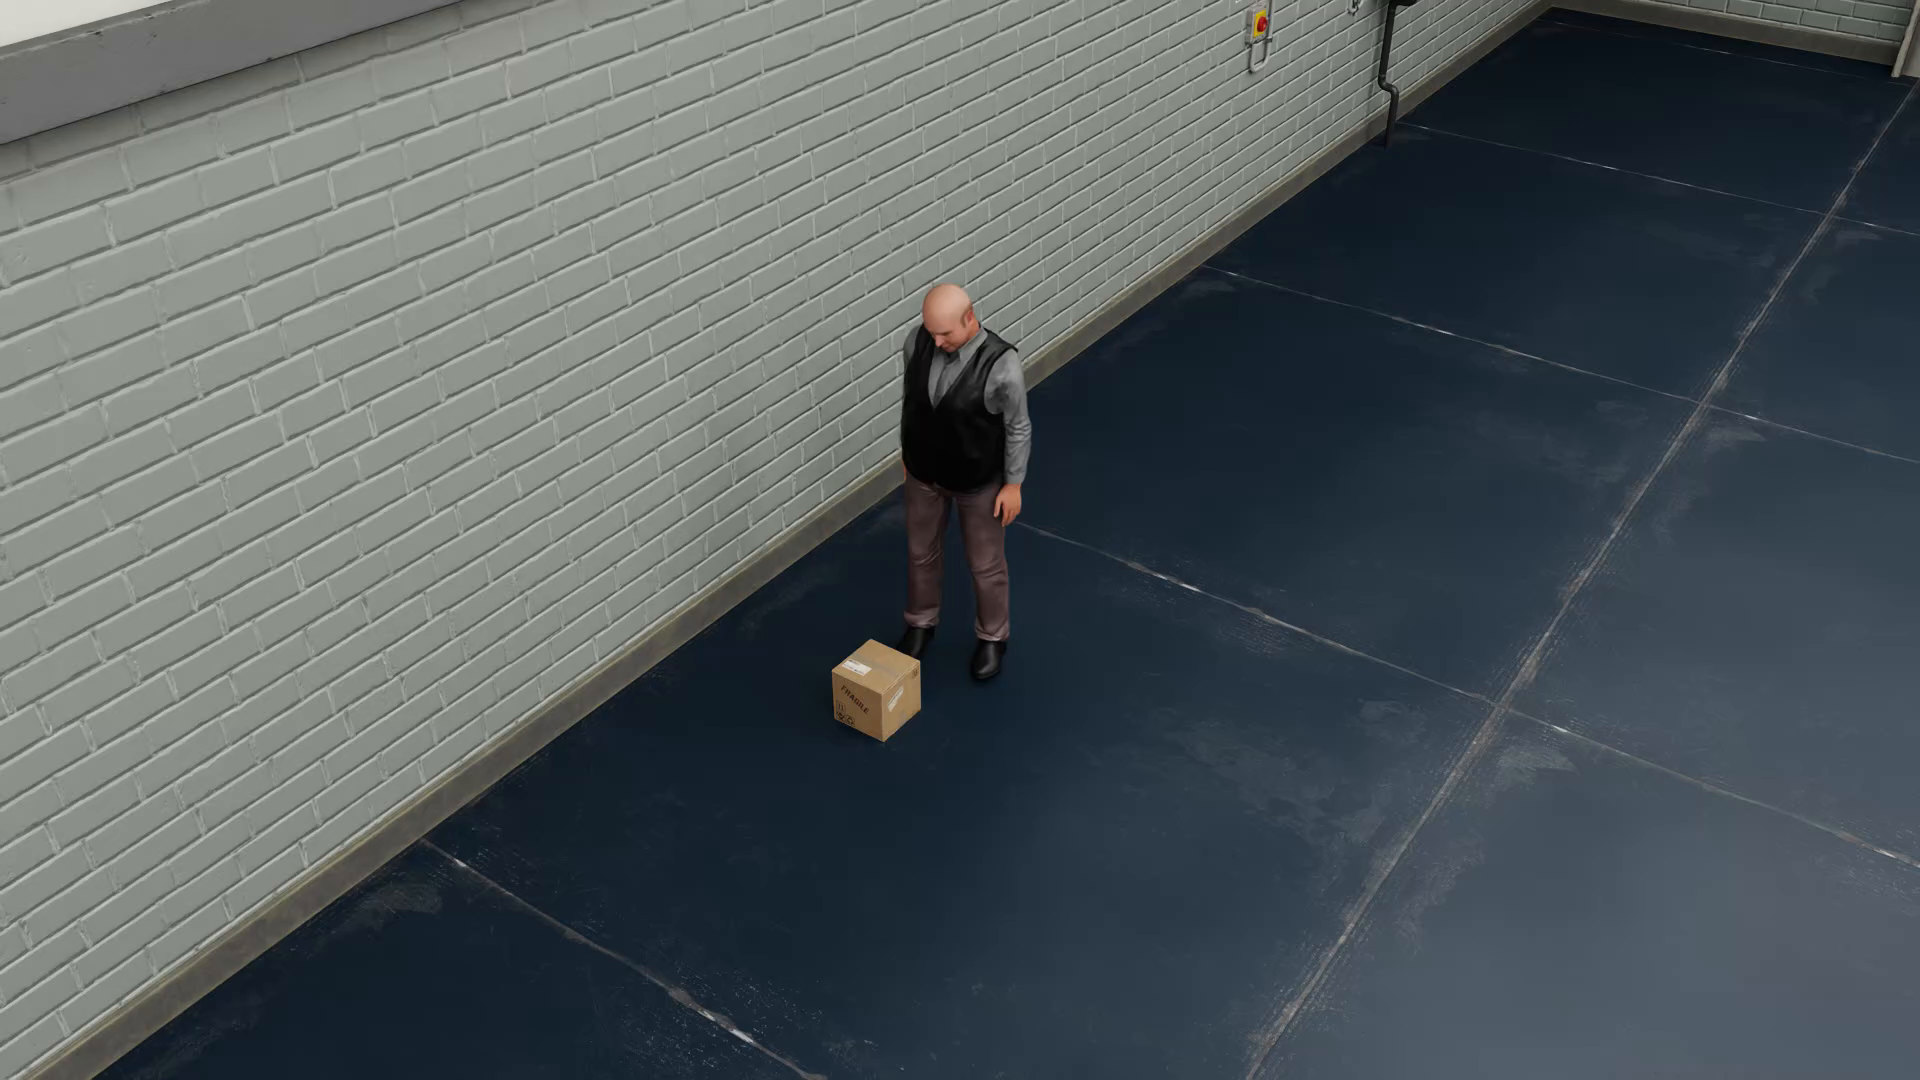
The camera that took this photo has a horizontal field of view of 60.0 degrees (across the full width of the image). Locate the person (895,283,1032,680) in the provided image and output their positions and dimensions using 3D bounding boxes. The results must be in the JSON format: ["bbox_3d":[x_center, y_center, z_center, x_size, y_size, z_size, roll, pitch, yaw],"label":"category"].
[{"bbox_3d":[-0.012,-0.233,6.483,0.572,1.703,0.409,17,38,23],"label":"person"}]
